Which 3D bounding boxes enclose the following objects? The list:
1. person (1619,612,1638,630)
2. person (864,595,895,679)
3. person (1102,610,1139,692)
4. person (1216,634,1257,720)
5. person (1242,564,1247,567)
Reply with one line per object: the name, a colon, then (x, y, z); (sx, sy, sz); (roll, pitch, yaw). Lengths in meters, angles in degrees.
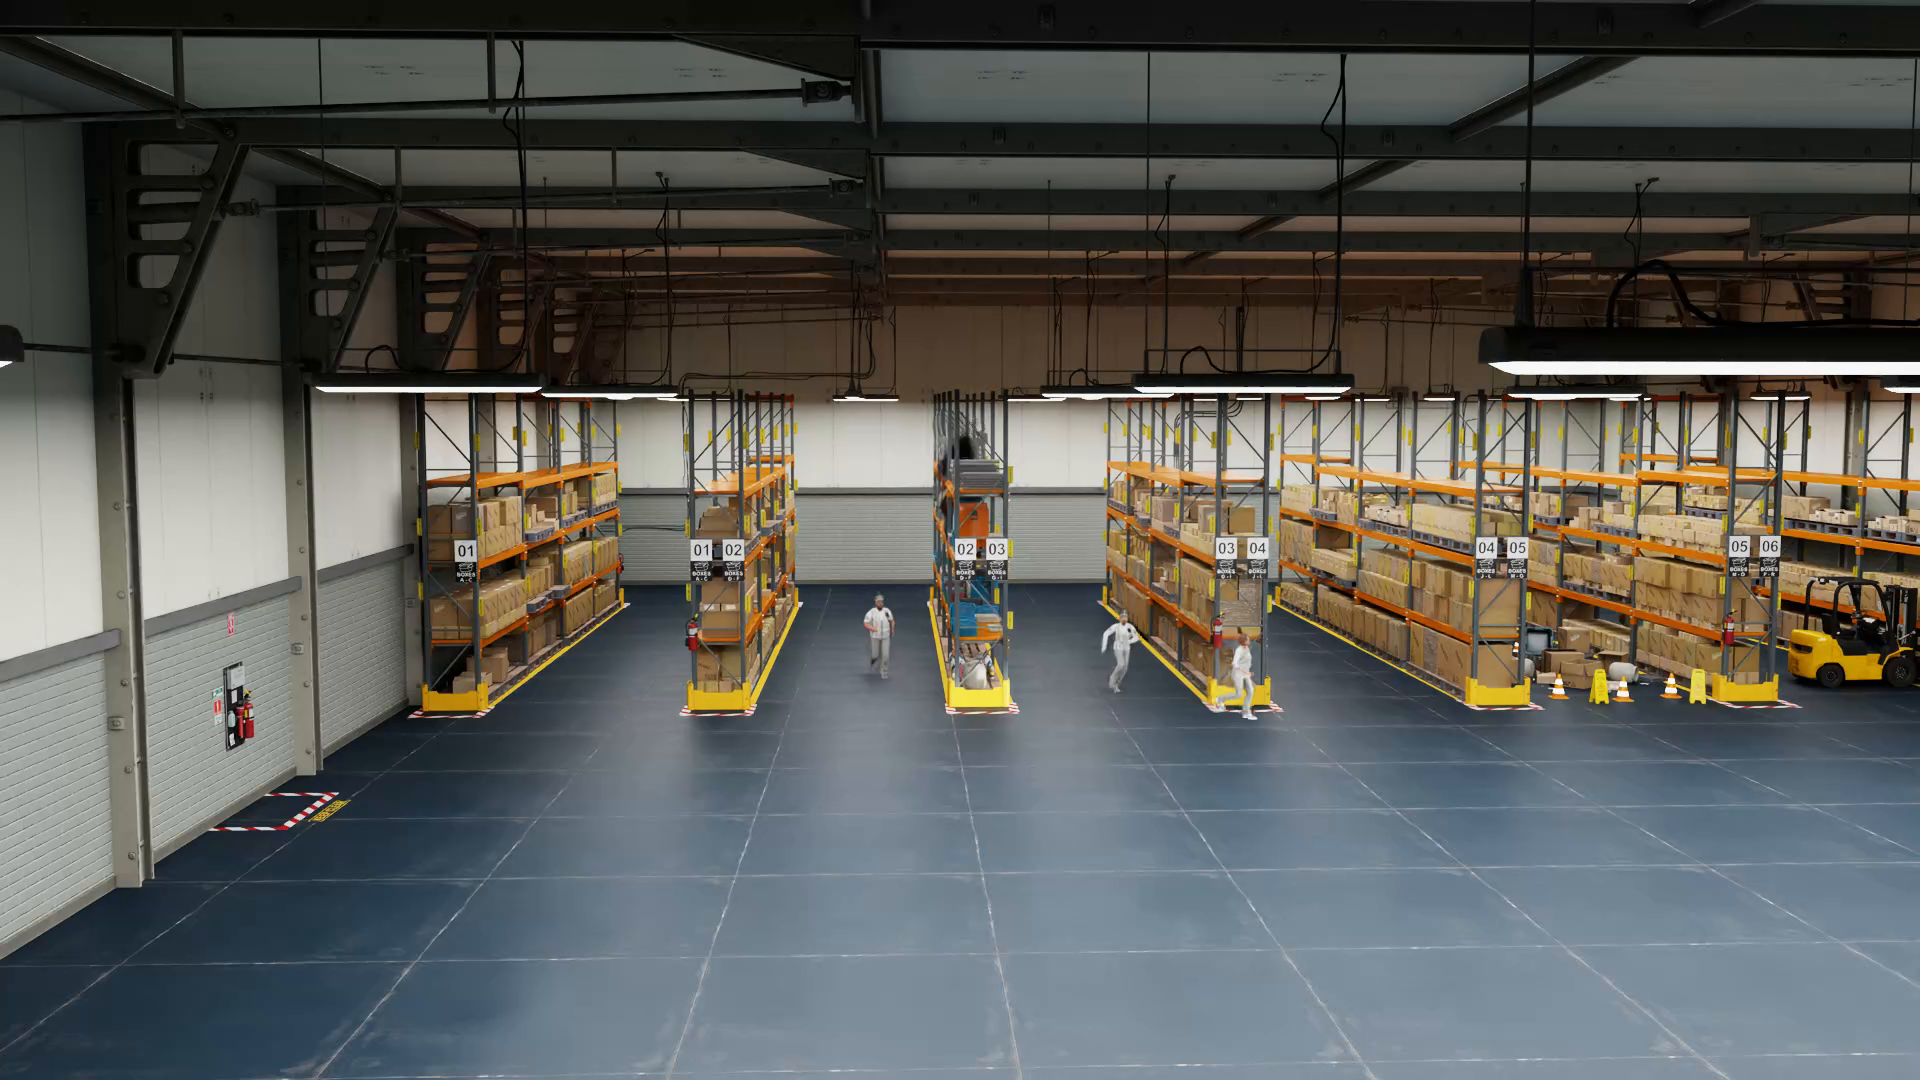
person: (16.767, 1.449, 41.596); (0.616, 1.851, 0.792); (-1, 5, -9)
person: (-1.674, 2.010, 34.831); (0.674, 1.740, 0.782); (-1, 5, -15)
person: (3.216, 2.212, 33.105); (0.687, 1.654, 0.580); (-1, 5, -17)
person: (5.057, 2.469, 30.287); (0.797, 1.558, 0.518); (3, 6, 37)
person: (7.871, 0.983, 47.662); (0.728, 1.711, 0.674); (3, 6, 34)
